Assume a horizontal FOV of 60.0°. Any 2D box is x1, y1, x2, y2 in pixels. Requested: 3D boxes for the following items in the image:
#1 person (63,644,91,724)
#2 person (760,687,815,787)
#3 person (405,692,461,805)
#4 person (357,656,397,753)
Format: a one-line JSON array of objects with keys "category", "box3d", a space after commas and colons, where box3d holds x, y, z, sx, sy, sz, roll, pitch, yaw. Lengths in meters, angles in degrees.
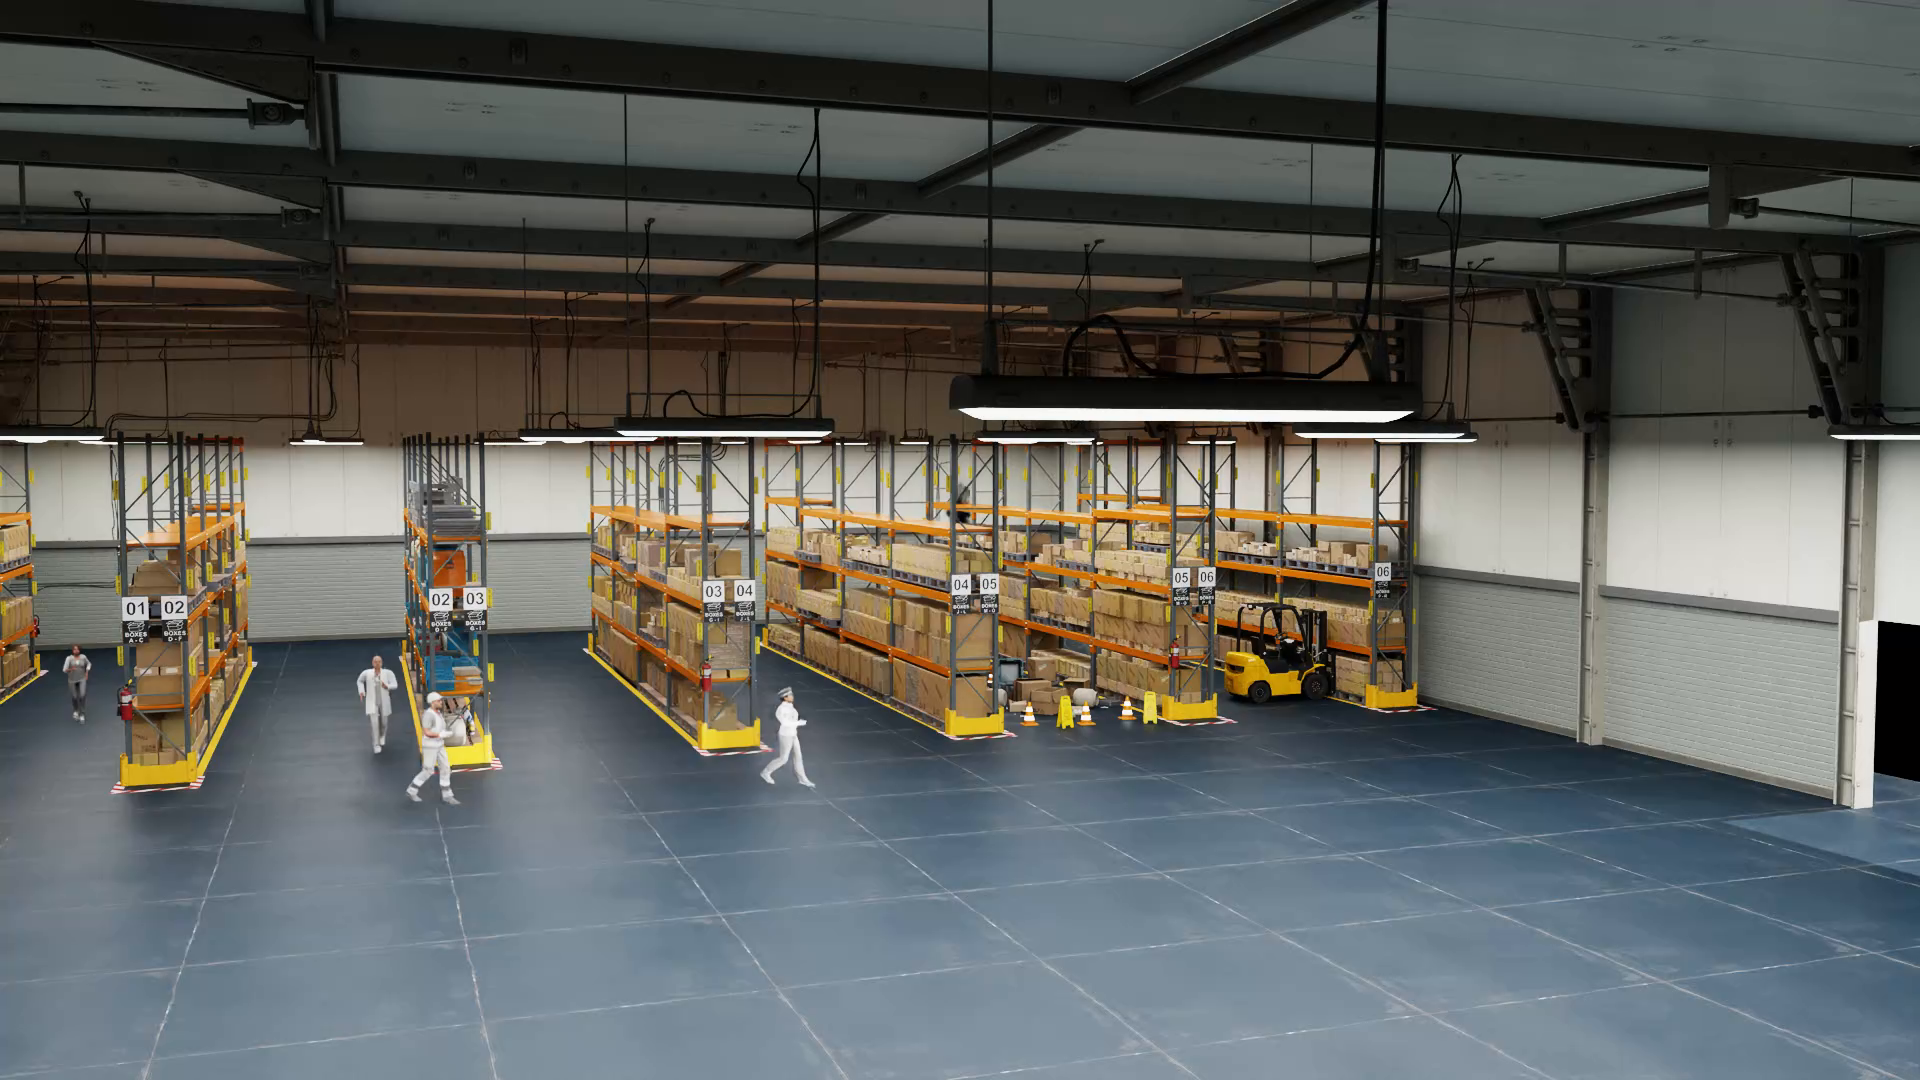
[{"category": "person", "box3d": [-18.411, 2.984, 34.684, 0.525, 1.629, 0.733, -2, 4, -29]}, {"category": "person", "box3d": [-2.898, 3.305, 27.905, 0.919, 1.702, 0.612, 0, 3, 6]}, {"category": "person", "box3d": [-8.446, 3.345, 26.619, 0.854, 1.829, 0.684, 0, 3, 5]}, {"category": "person", "box3d": [-10.975, 3.067, 31.354, 0.703, 1.761, 1.065, -1, 3, -24]}]
